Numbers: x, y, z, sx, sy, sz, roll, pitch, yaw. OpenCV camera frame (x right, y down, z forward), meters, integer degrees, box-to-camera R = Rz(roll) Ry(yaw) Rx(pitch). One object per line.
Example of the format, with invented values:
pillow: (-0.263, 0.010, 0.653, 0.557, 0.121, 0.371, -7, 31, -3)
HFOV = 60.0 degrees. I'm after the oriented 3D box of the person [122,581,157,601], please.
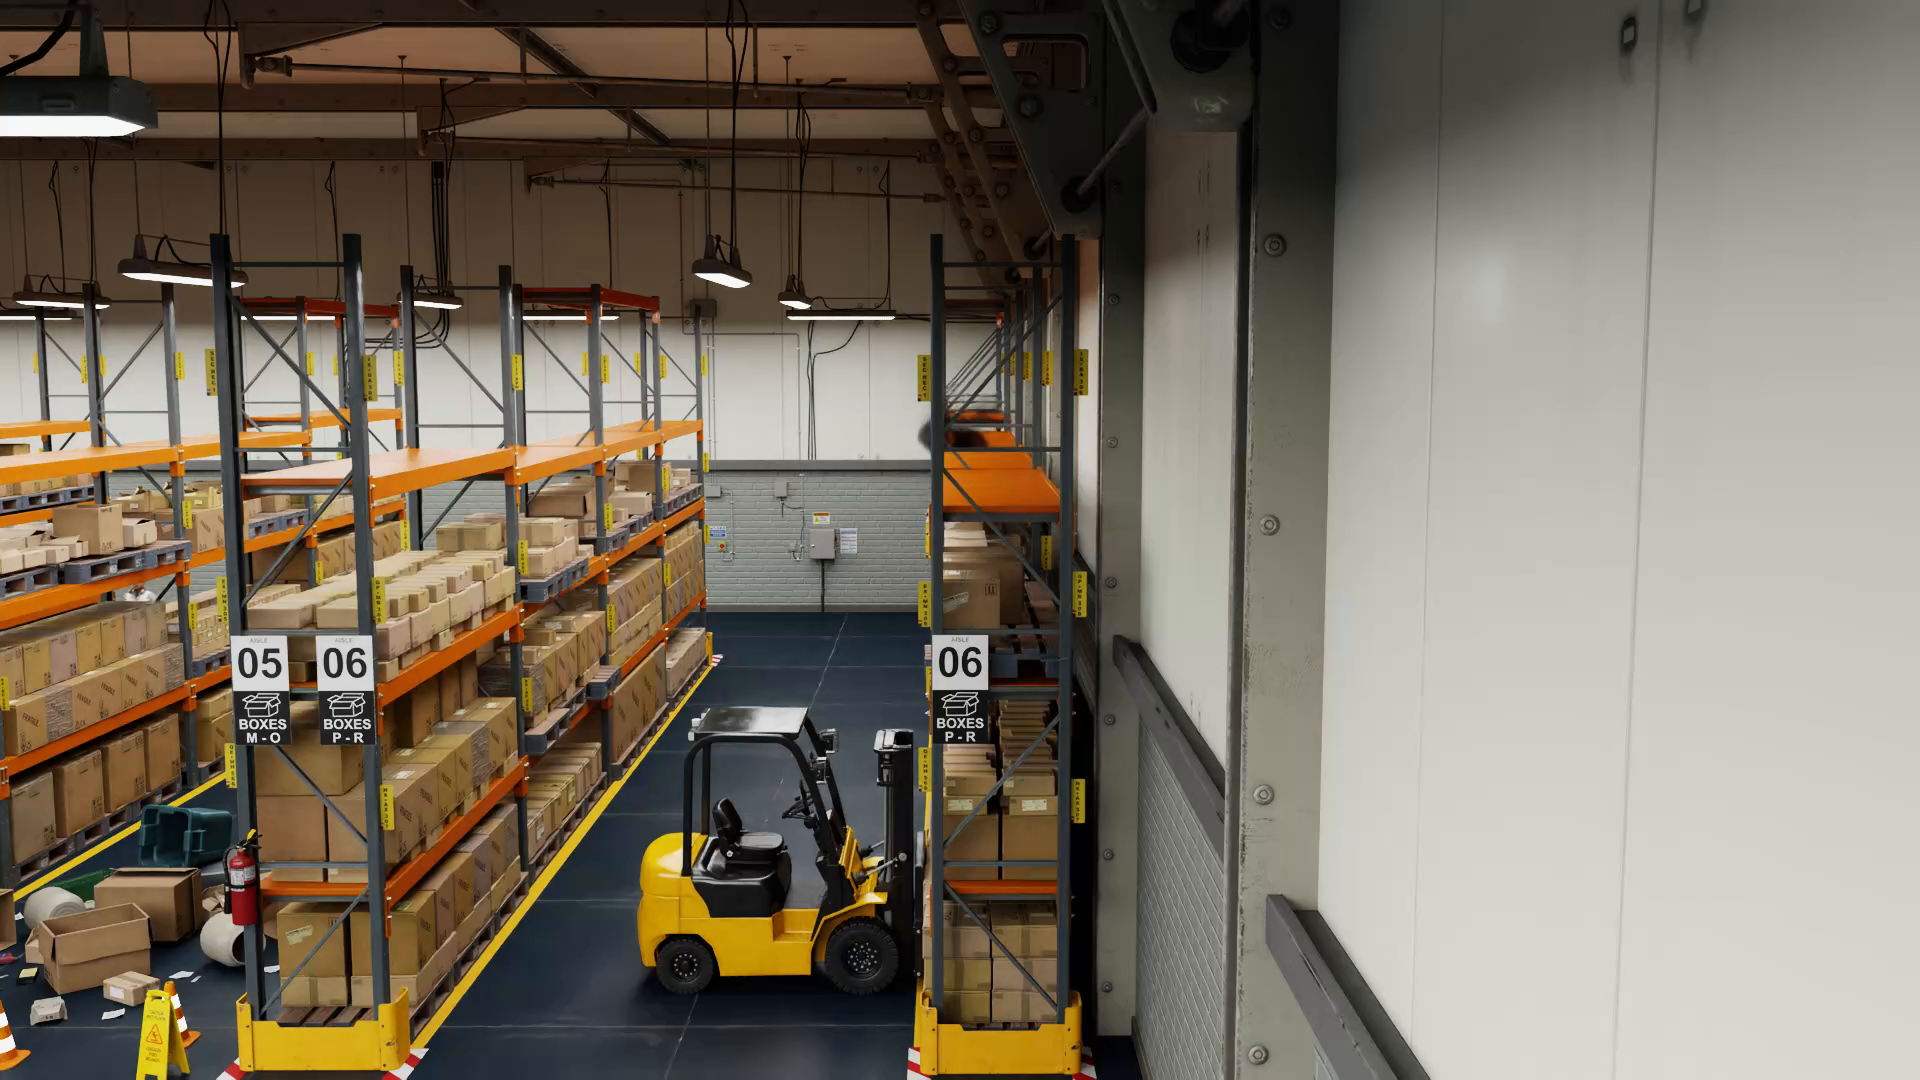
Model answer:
person: (-12.858, 1.385, 26.068, 0.656, 1.763, 0.968, -1, 6, -8)
